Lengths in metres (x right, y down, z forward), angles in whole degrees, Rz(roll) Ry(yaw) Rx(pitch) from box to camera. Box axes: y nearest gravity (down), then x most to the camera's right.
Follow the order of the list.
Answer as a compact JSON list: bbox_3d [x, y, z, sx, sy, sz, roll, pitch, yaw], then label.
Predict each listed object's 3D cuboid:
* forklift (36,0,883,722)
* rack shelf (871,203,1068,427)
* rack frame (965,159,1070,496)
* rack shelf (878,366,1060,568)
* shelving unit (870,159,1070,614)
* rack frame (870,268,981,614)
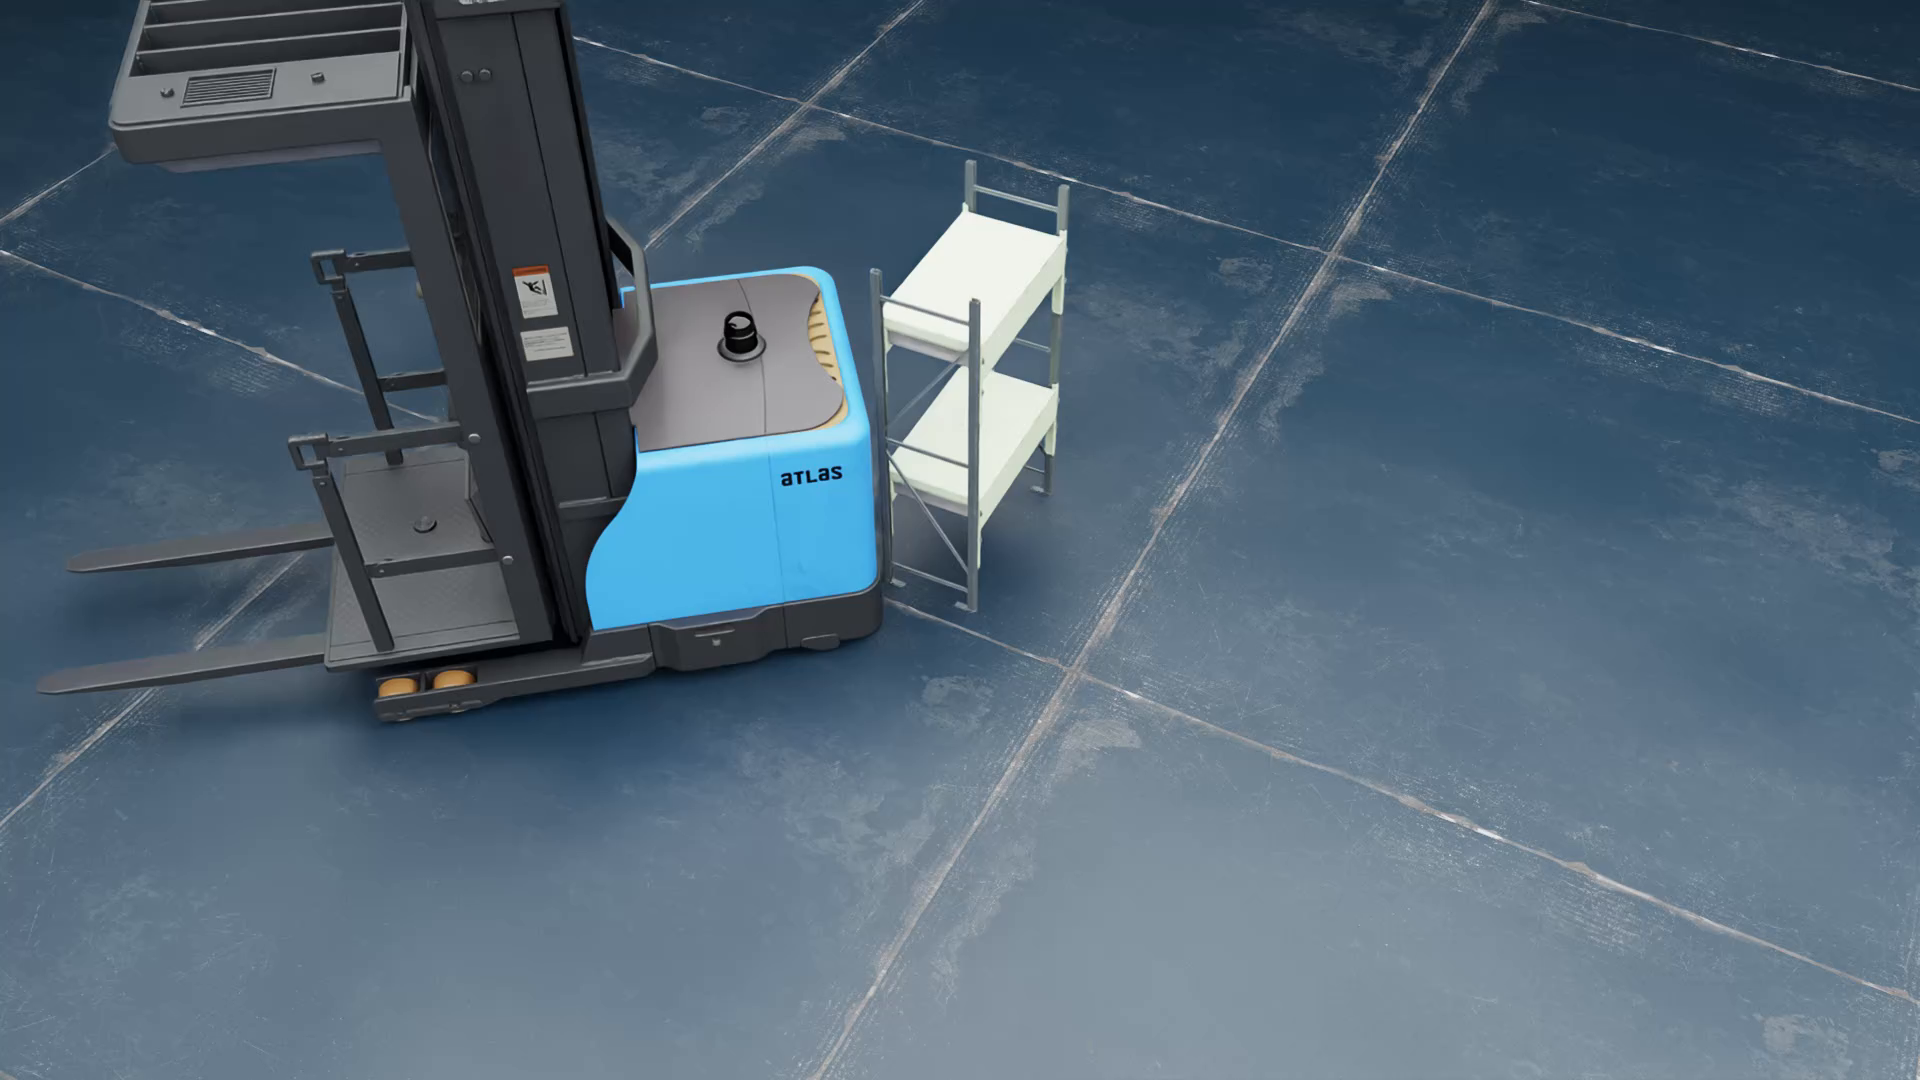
[{"bbox_3d":[-1.864,-0.779,5.459,3.031,2.935,1.130,-8,46,-8],"label":"forklift"},{"bbox_3d":[0.044,-0.818,5.955,0.431,0.370,0.720,19,48,18],"label":"rack shelf"},{"bbox_3d":[0.203,-0.778,6.464,0.400,1.500,0.023,19,48,18],"label":"rack frame"},{"bbox_3d":[0.044,-0.315,6.465,0.431,0.370,0.720,19,48,18],"label":"rack shelf"},{"bbox_3d":[0.044,-0.544,6.233,0.431,1.500,0.755,19,48,18],"label":"shelving unit"},{"bbox_3d":[-0.116,-0.309,6.001,0.400,1.500,0.023,19,48,18],"label":"rack frame"}]
